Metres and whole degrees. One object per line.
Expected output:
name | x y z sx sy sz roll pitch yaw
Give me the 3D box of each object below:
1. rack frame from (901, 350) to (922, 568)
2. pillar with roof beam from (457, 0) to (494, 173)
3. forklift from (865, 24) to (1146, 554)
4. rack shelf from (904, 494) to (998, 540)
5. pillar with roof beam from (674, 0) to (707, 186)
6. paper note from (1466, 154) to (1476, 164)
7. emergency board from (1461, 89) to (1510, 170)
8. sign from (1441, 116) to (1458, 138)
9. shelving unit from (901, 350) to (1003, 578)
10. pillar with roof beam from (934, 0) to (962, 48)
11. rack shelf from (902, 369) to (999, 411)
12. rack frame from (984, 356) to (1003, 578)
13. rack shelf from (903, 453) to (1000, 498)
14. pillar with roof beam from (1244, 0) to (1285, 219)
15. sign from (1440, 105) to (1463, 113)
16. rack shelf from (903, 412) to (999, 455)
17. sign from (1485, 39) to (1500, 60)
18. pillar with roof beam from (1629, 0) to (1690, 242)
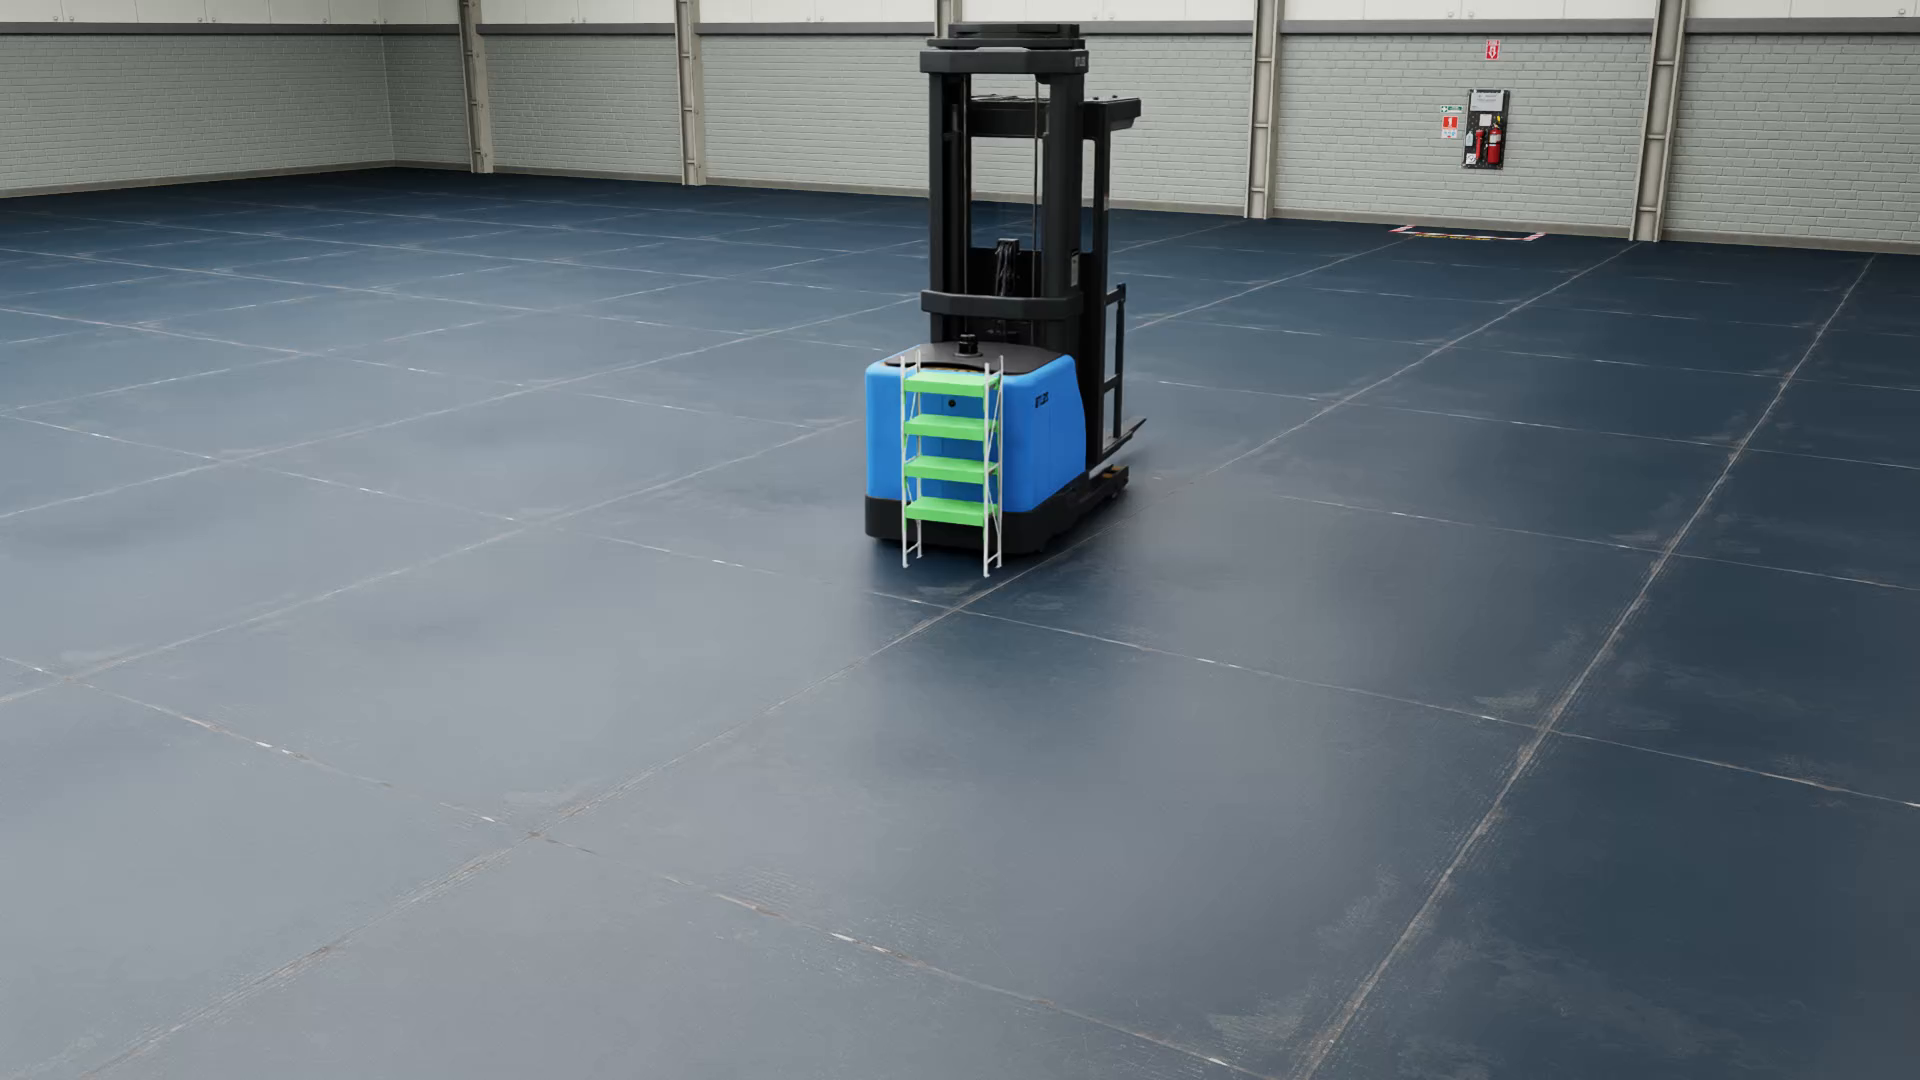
rack frame | -0.271 -0.447 9.290 0.015 1.200 0.240 7 18 21
pillar with roof beam | -12.684 -11.278 31.528 0.400 9.000 9.100 10 20 30
forklift | 0.467 -1.710 10.467 1.130 2.935 3.031 7 18 21
rack shelf | -0.044 -0.131 9.292 0.480 0.148 0.258 7 18 21
pillar with roof beam | -7.571 -10.366 28.523 0.400 9.000 9.100 10 20 30
paper note | 7.820 -5.831 25.433 0.142 0.148 0.016 10 20 30
emergency board | 7.934 -6.209 25.160 0.643 1.169 0.194 10 20 30
sign | 7.517 -6.336 25.516 0.234 0.329 0.001 10 20 30
shelving unit | -0.044 -0.421 9.204 0.503 1.200 0.258 7 18 21
pillar with roof beam | -2.458 -9.453 25.519 0.400 9.000 9.100 10 20 30
rack shelf | -0.044 -0.820 9.083 0.480 0.148 0.258 7 18 21
rack frame | 0.183 -0.395 9.118 0.015 1.200 0.240 7 18 21
rack shelf | -0.044 -0.360 9.223 0.480 0.148 0.258 7 18 21
pillar with roof beam | 2.654 -8.540 22.514 0.400 9.000 9.100 10 20 30
sign | 7.516 -6.586 25.429 0.331 0.109 0.001 10 20 30
rack shelf | -0.044 -0.590 9.153 0.480 0.148 0.258 7 18 21
sign | 7.980 -7.344 24.909 0.199 0.298 0.001 10 20 30
pillar with roof beam | 7.767 -7.628 19.510 0.400 9.000 9.100 10 20 30
